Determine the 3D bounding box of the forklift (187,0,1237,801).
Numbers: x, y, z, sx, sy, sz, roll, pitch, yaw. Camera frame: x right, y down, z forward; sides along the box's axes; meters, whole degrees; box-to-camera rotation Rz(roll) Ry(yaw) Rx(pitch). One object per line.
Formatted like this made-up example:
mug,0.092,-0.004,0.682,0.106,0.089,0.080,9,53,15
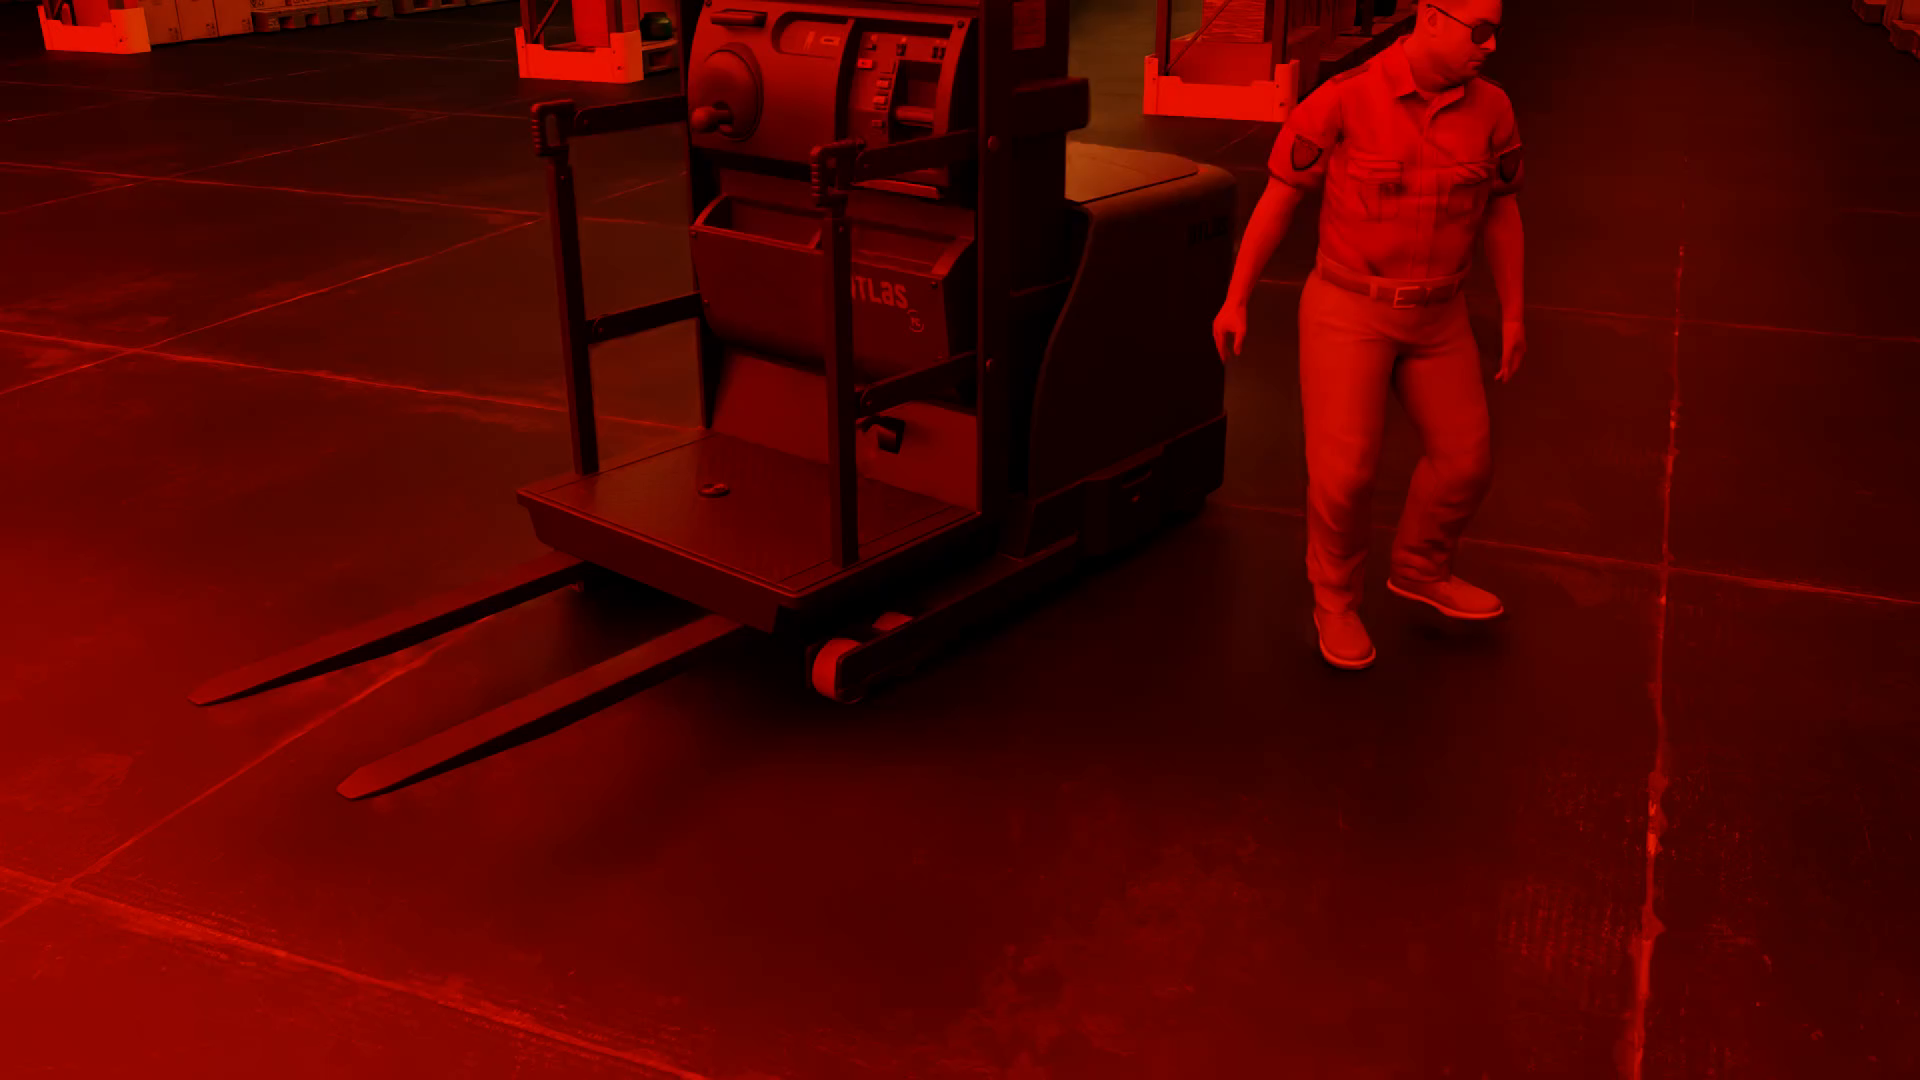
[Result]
forklift,-0.485,-1.163,4.075,1.130,2.935,3.031,18,29,36

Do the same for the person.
person,1.062,-0.533,4.100,0.817,1.685,0.480,-3,23,-8
